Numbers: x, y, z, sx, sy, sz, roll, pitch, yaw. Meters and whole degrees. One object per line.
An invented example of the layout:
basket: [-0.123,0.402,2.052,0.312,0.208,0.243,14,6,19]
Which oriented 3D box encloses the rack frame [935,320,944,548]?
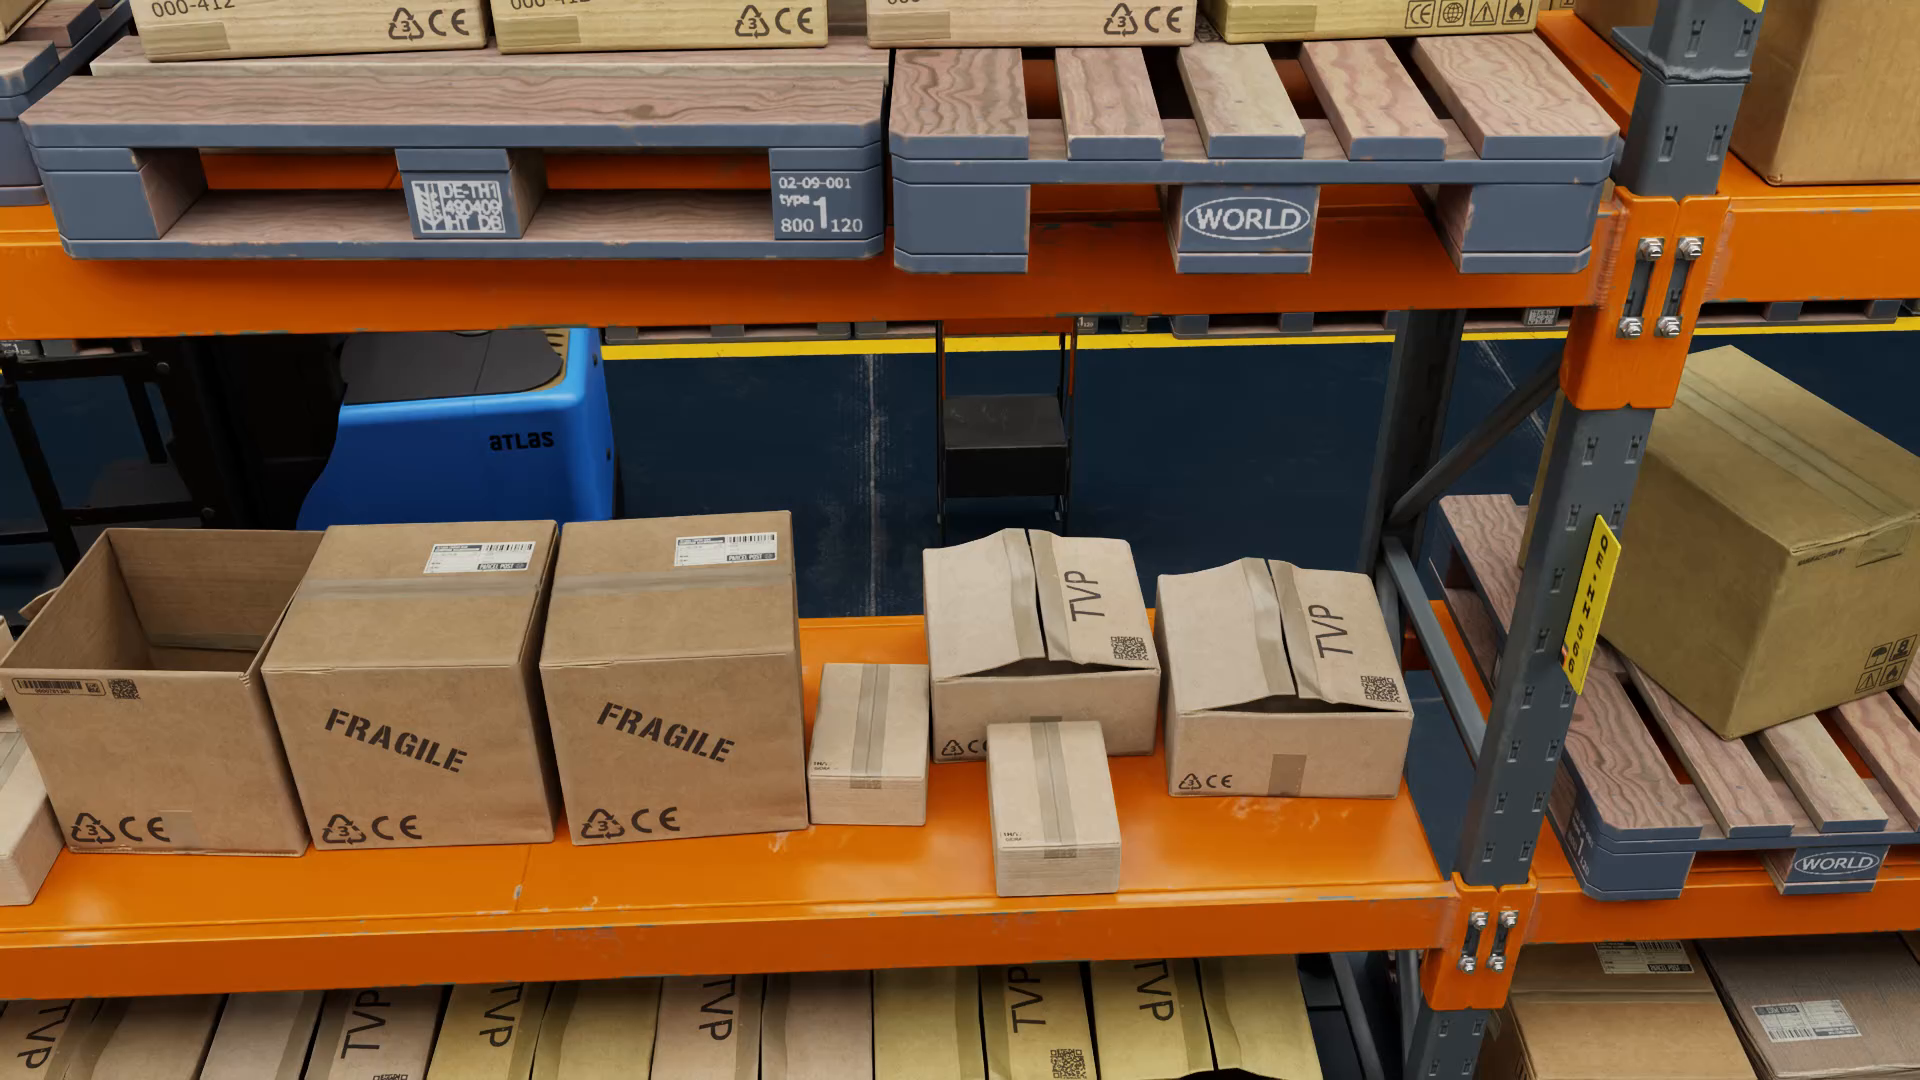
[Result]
rack frame: [-0.078,-0.861,6.149,0.015,2.100,0.400,-2,35,-2]

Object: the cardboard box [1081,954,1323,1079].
cardboard box: [0.566,1.159,3.993,0.500,0.311,0.500,-1,35,-1]

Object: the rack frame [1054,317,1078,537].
rack frame: [0.409,-0.874,6.168,0.015,2.100,0.400,-2,35,-2]

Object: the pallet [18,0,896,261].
pallet: [-0.713,-0.777,2.767,1.213,0.211,1.003,0,35,0]

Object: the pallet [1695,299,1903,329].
pallet: [4.067,-1.435,8.638,1.213,0.211,1.003,-2,35,-2]

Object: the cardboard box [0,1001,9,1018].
cardboard box: [-2.494,1.244,3.872,0.500,0.311,0.500,-1,35,-2]

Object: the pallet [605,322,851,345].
pallet: [-1.157,-1.340,8.500,1.213,0.211,1.003,-2,35,-2]

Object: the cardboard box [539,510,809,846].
cardboard box: [-0.598,0.291,3.605,0.500,0.500,0.500,-3,35,-5]

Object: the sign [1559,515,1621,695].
sign: [1.107,0.117,2.927,0.005,0.325,0.100,-2,35,-2]

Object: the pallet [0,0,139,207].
pallet: [-2.038,-0.800,2.802,1.217,0.209,0.805,-3,35,-4]

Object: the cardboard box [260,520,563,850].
cardboard box: [-1.124,0.306,3.585,0.500,0.500,0.500,-1,35,-2]

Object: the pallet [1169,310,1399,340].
pallet: [1.630,-1.369,8.543,1.213,0.211,1.003,-2,35,-2]

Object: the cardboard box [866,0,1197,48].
cardboard box: [0.104,-0.998,2.683,0.500,0.250,0.500,-1,35,-1]

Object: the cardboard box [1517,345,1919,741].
cardboard box: [1.701,-0.017,3.682,0.500,0.500,0.700,-13,37,-18]

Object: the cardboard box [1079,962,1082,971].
cardboard box: [0.540,0.853,4.437,0.500,0.311,0.500,0,35,-1]

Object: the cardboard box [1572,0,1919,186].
cardboard box: [1.511,-1.027,2.875,0.500,0.500,0.910,-2,35,-2]

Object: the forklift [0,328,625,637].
forklift: [-2.825,-0.963,5.566,3.031,2.935,1.130,-5,35,-7]

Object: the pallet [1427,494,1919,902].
pallet: [1.751,0.299,3.851,1.003,0.211,1.213,-2,35,-2]

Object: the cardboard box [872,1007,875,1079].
cardboard box: [-0.454,1.417,4.114,0.500,0.250,0.500,-1,35,-1]

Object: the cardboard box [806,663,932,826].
cardboard box: [-0.194,0.448,3.688,0.250,0.149,0.380,1,35,1]

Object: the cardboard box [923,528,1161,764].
cardboard box: [0.175,0.229,3.862,0.500,0.311,0.500,-2,35,-3]

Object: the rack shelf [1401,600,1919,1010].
rack shelf: [3.075,0.520,3.995,4.000,0.370,1.077,-2,35,-2]

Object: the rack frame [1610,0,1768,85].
rack frame: [1.077,-2.189,2.005,0.127,3.000,1.000,-2,35,-2]

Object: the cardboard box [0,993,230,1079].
cardboard box: [-1.993,1.233,3.887,0.500,0.311,0.500,-2,35,-3]

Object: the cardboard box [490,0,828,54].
cardboard box: [-0.468,-0.989,2.670,0.500,0.250,0.500,-2,35,-3]

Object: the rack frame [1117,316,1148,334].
rack frame: [0.839,-2.538,7.781,0.127,3.000,1.000,-2,35,-2]

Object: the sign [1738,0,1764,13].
sign: [1.095,-0.885,2.233,0.005,0.325,0.100,-2,35,-2]

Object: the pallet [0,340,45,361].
pallet: [-5.047,-1.211,8.314,1.213,0.211,1.003,-2,35,-2]

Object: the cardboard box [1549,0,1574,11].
cardboard box: [2.875,-2.617,7.529,0.500,0.500,0.500,-1,35,-1]

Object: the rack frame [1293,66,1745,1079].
rack frame: [1.077,0.278,3.712,0.127,3.000,1.000,-2,35,-2]

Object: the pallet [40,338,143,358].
pallet: [-3.826,-1.245,8.364,1.213,0.211,1.003,-2,35,-2]

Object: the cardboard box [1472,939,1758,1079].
cardboard box: [1.545,1.275,4.082,0.500,0.500,0.500,0,35,0]

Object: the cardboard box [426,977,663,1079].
cardboard box: [-0.958,1.201,3.932,0.500,0.311,0.500,-1,35,-1]

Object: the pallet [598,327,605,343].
pallet: [-2.379,-1.305,8.450,1.213,0.211,1.003,-2,35,-2]

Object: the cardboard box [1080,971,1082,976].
cardboard box: [0.540,1.083,4.596,0.500,0.250,0.500,-2,35,-2]

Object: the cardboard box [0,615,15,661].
cardboard box: [-2.429,0.409,3.654,0.500,0.250,0.500,1,35,1]

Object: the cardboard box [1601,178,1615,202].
cardboard box: [3.304,-1.817,8.260,0.750,0.750,0.750,-1,35,-1]

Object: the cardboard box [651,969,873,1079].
cardboard box: [-0.458,1.189,3.950,0.500,0.311,0.500,-2,35,-3]

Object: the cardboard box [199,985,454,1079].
cardboard box: [-1.477,1.218,3.908,0.500,0.311,0.500,-3,35,-4]

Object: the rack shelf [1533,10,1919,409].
rack shelf: [3.075,-0.713,3.141,4.000,0.370,1.077,-2,35,-2]

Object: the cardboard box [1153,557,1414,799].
cardboard box: [0.712,0.300,3.759,0.500,0.311,0.500,1,35,1]

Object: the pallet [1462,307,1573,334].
pallet: [2.846,-1.401,8.588,1.213,0.211,1.003,-2,35,-2]

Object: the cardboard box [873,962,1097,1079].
cardboard box: [0.047,1.177,3.968,0.500,0.311,0.500,-2,35,-3]

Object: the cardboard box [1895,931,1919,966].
cardboard box: [2.569,1.247,4.122,0.500,0.500,0.500,-2,35,-3]

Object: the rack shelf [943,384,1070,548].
rack shelf: [0.165,-0.281,6.565,0.480,0.518,0.431,-2,35,-2]

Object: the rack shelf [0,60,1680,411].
rack shelf: [-0.921,-0.606,2.986,4.000,0.370,1.077,-2,35,-2]

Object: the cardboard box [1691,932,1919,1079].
cardboard box: [2.068,1.258,4.107,0.500,0.500,0.500,-3,35,-4]

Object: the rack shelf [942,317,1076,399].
rack shelf: [0.165,-0.857,6.167,0.480,0.518,0.431,-2,35,-2]

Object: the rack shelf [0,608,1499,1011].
rack shelf: [-0.921,0.628,3.839,4.000,0.370,1.077,-2,35,-2]

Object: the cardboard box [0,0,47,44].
cardboard box: [-1.754,-0.986,2.666,0.500,0.250,0.500,-5,35,-7]

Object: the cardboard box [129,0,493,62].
cardboard box: [-1.006,-0.975,2.650,0.500,0.250,0.500,-4,35,-6]

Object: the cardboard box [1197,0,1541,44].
cardboard box: [0.627,-1.022,2.718,0.500,0.250,0.500,-4,35,-6]

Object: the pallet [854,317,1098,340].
pallet: [0.058,-1.371,8.545,1.213,0.211,1.003,-2,35,-2]

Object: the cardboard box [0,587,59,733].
cardboard box: [-2.049,0.313,3.780,0.258,0.266,0.396,-2,35,-3]

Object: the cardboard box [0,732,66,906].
cardboard box: [-2.024,0.581,3.495,0.250,0.149,0.380,-2,35,-2]

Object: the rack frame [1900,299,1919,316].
rack frame: [4.834,-2.645,7.937,0.127,3.000,1.000,-2,35,-2]

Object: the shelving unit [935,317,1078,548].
shelving unit: [0.165,-0.868,6.159,0.503,2.100,0.431,-2,35,-2]
